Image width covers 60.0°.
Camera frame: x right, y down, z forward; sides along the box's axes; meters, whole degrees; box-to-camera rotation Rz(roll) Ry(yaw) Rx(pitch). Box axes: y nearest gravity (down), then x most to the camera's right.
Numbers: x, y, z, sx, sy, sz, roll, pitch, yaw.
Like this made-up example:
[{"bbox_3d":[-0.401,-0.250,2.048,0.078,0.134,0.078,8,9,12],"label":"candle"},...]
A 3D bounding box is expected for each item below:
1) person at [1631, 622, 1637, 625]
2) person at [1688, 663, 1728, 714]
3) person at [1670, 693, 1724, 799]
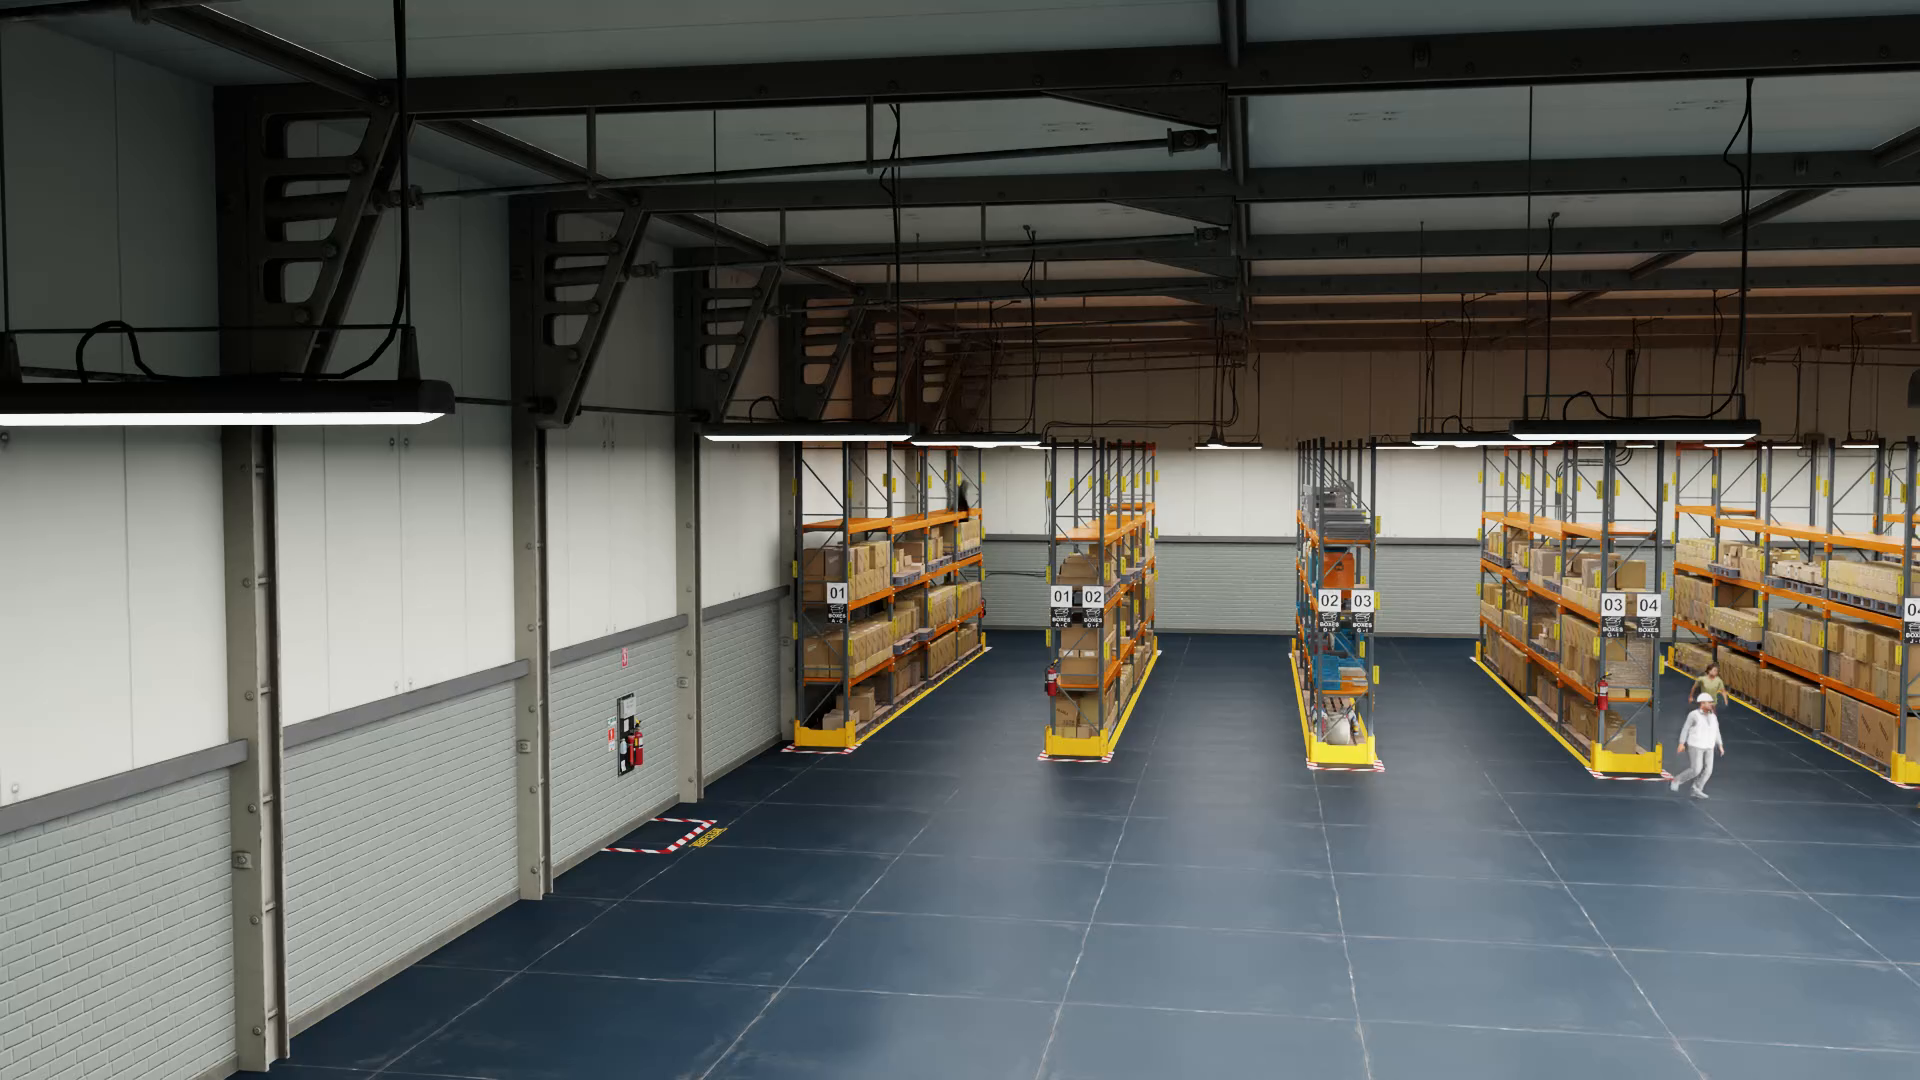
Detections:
[{"bbox_3d":[18.147,2.539,45.310,0.670,1.552,0.777,2,4,31],"label":"person"},{"bbox_3d":[14.545,3.190,32.244,0.530,1.613,0.766,0,3,-4],"label":"person"},{"bbox_3d":[12.177,3.394,27.494,0.762,1.736,0.570,-1,3,-18],"label":"person"}]
